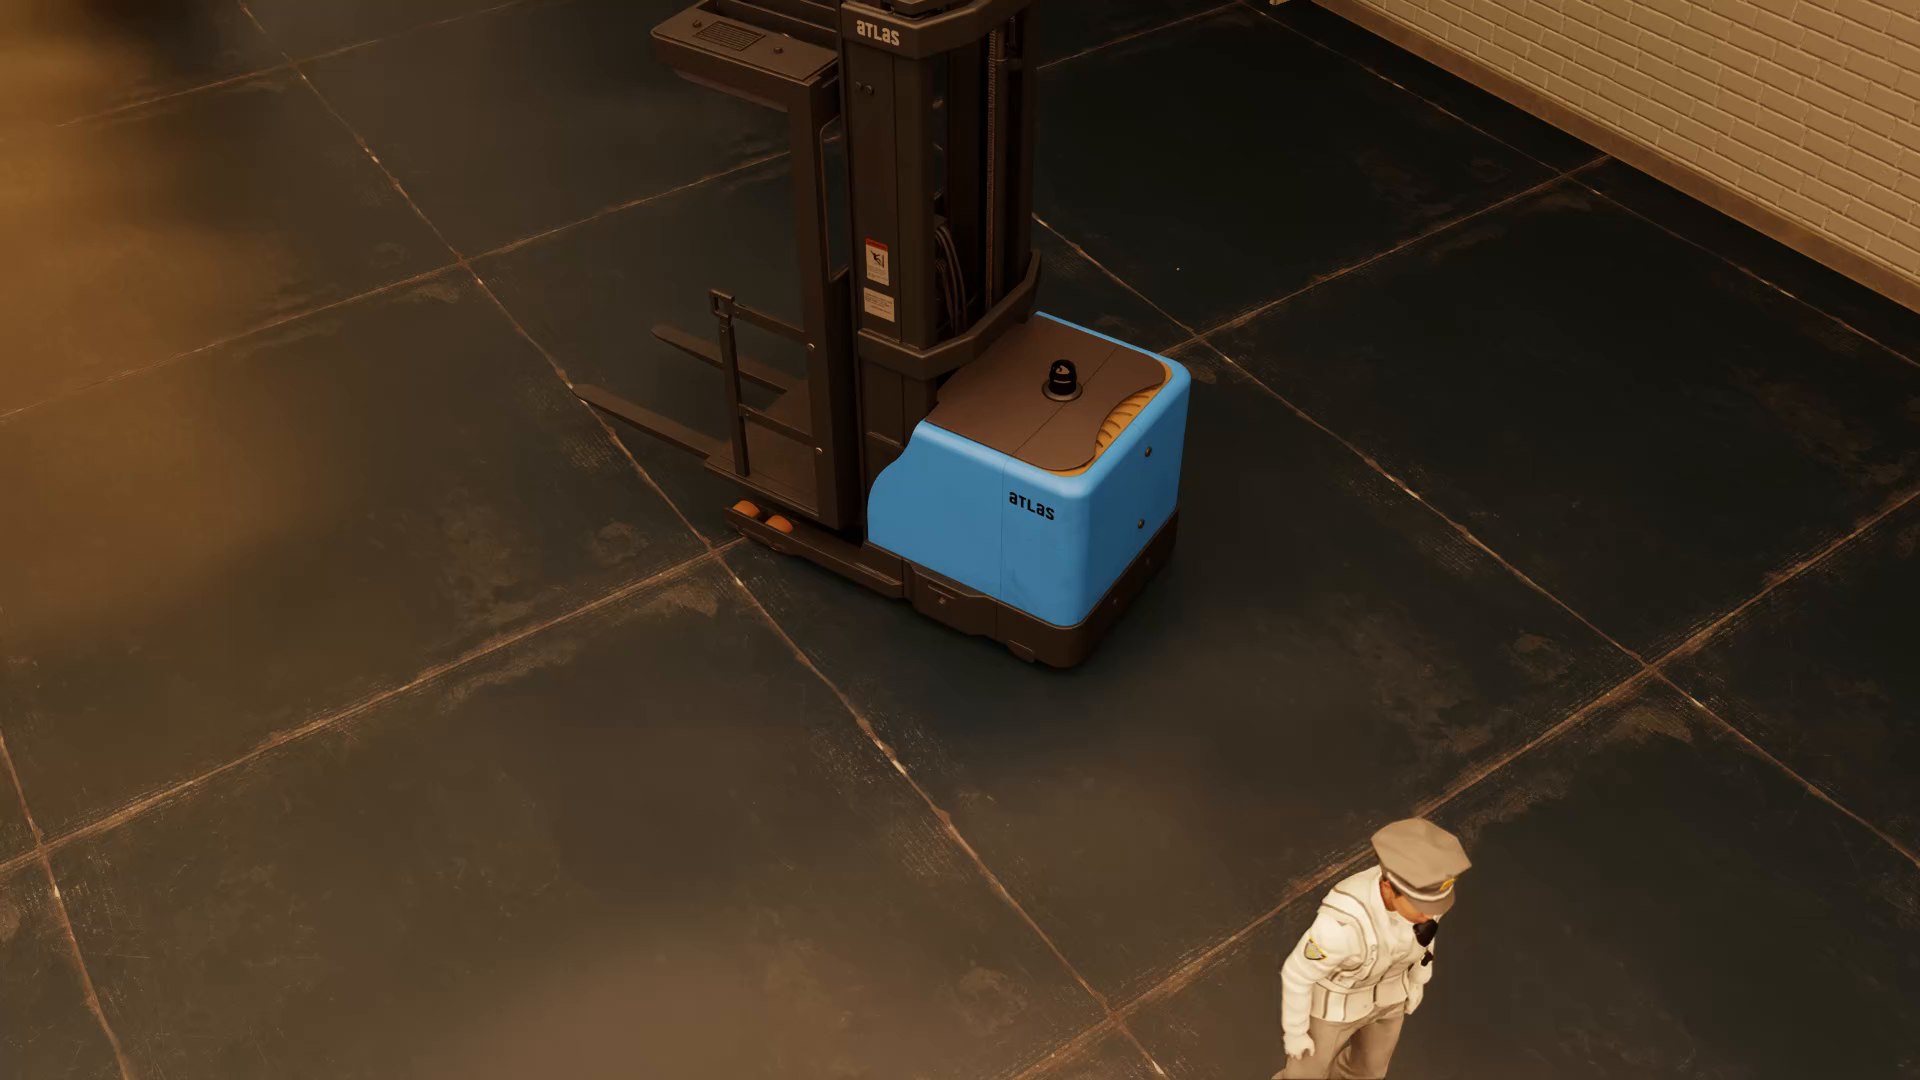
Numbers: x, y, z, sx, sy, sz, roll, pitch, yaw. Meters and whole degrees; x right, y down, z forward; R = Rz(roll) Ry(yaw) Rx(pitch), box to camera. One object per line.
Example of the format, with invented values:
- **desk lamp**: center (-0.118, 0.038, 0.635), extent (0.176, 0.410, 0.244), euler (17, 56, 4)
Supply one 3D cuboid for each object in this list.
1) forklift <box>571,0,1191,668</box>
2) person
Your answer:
- **forklift**: center (-0.511, -1.302, 7.129), extent (3.031, 2.935, 1.130), euler (24, 48, 24)
- **person**: center (1.214, 1.420, 5.113), extent (0.535, 1.662, 0.374), euler (-16, 45, -17)
